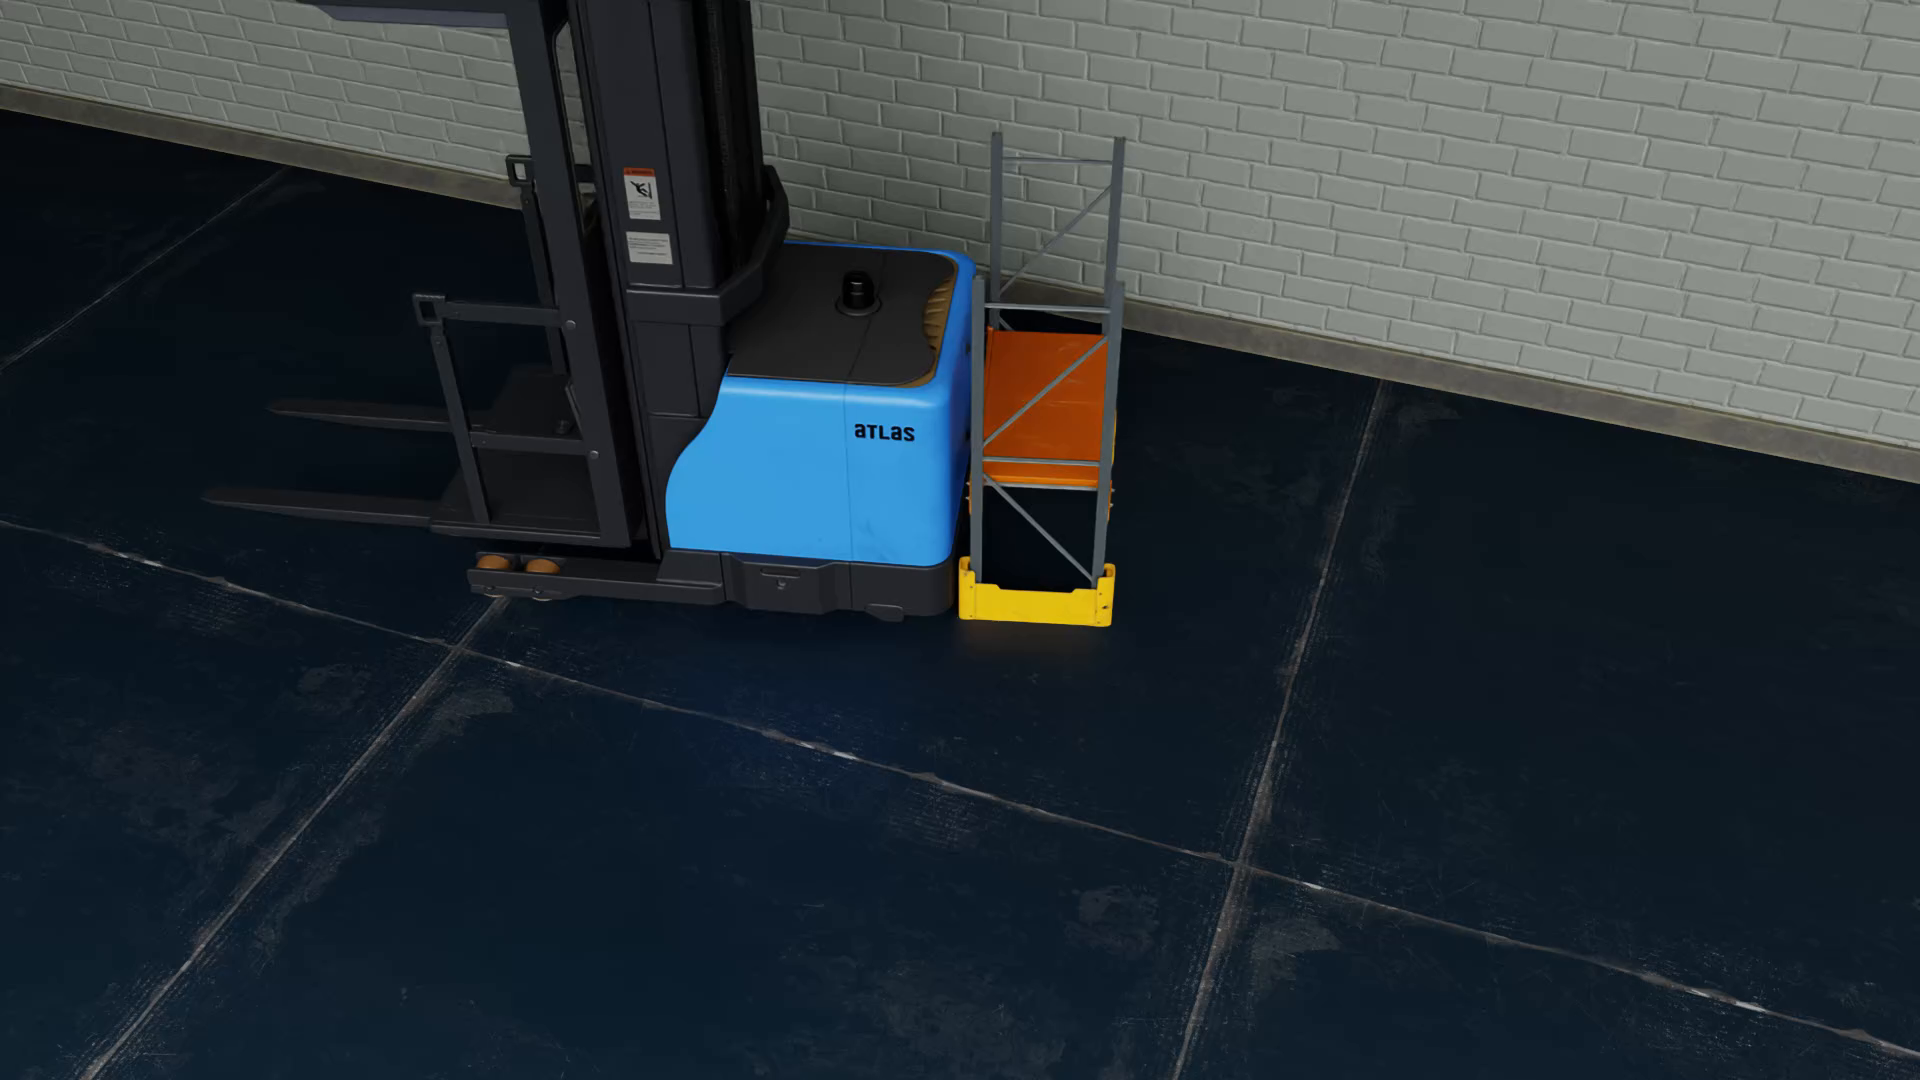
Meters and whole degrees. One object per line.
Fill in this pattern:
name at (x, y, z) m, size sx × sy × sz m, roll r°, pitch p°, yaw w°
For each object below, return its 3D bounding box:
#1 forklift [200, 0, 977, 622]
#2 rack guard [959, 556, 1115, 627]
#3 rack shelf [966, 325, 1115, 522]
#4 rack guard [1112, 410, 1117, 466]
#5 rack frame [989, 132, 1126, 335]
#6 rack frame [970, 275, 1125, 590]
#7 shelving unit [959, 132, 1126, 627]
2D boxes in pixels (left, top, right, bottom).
forklift at (-1.477, -1.214, 5.914) m, size 3.031 × 2.935 × 1.130 m, roll 4°, pitch 41°, yaw 5°
rack guard at (0.289, 0.196, 6.327) m, size 0.587 × 0.250 × 0.087 m, roll 3°, pitch 41°, yaw 3°
rack shelf at (0.328, -0.470, 6.423) m, size 0.538 × 0.185 × 1.000 m, roll 3°, pitch 41°, yaw 3°
rack guard at (0.366, -0.448, 7.083) m, size 0.587 × 0.250 × 0.087 m, roll 3°, pitch 41°, yaw 3°
rack frame at (0.367, -0.936, 6.692) m, size 0.500 × 1.500 × 0.032 m, roll 3°, pitch 41°, yaw 3°
rack frame at (0.289, -0.278, 5.921) m, size 0.500 × 1.500 × 0.032 m, roll 3°, pitch 41°, yaw 3°
shelving unit at (0.327, -0.601, 6.299) m, size 0.587 × 1.500 × 1.083 m, roll 3°, pitch 41°, yaw 3°
